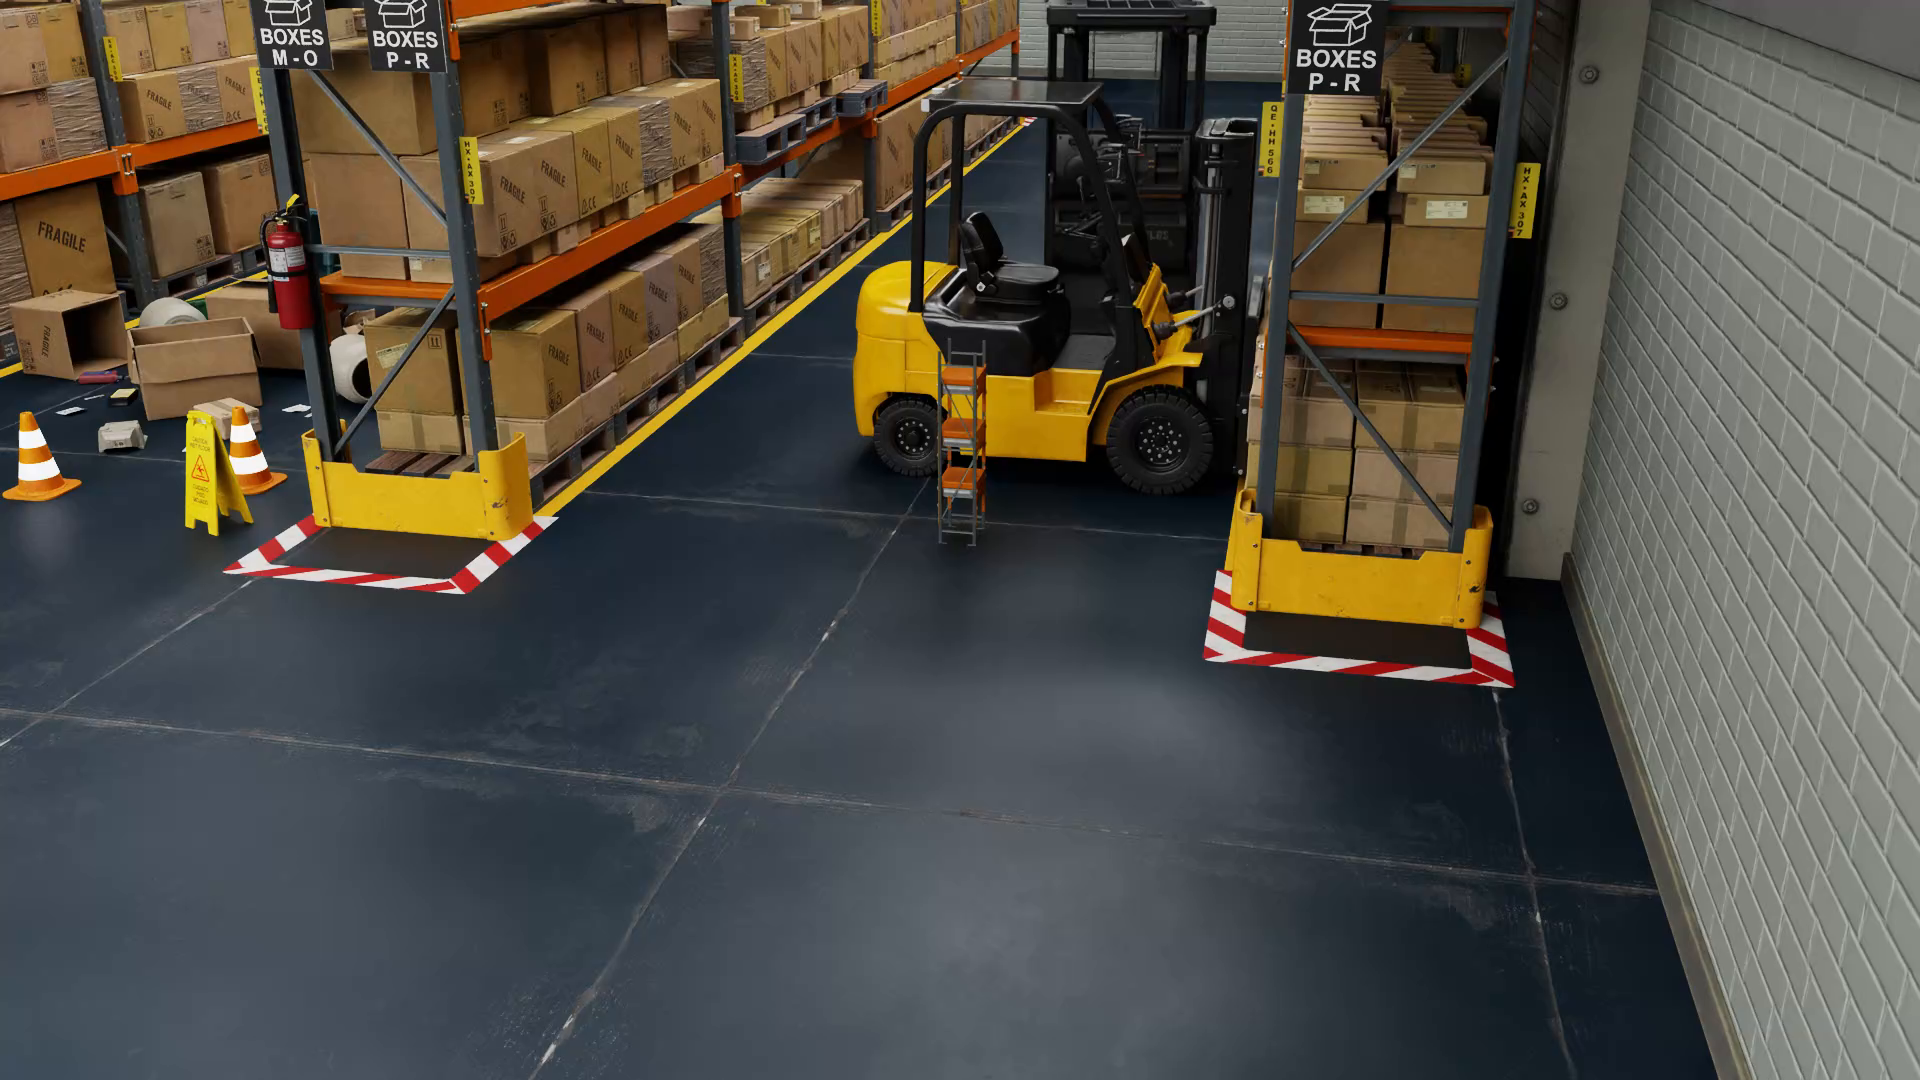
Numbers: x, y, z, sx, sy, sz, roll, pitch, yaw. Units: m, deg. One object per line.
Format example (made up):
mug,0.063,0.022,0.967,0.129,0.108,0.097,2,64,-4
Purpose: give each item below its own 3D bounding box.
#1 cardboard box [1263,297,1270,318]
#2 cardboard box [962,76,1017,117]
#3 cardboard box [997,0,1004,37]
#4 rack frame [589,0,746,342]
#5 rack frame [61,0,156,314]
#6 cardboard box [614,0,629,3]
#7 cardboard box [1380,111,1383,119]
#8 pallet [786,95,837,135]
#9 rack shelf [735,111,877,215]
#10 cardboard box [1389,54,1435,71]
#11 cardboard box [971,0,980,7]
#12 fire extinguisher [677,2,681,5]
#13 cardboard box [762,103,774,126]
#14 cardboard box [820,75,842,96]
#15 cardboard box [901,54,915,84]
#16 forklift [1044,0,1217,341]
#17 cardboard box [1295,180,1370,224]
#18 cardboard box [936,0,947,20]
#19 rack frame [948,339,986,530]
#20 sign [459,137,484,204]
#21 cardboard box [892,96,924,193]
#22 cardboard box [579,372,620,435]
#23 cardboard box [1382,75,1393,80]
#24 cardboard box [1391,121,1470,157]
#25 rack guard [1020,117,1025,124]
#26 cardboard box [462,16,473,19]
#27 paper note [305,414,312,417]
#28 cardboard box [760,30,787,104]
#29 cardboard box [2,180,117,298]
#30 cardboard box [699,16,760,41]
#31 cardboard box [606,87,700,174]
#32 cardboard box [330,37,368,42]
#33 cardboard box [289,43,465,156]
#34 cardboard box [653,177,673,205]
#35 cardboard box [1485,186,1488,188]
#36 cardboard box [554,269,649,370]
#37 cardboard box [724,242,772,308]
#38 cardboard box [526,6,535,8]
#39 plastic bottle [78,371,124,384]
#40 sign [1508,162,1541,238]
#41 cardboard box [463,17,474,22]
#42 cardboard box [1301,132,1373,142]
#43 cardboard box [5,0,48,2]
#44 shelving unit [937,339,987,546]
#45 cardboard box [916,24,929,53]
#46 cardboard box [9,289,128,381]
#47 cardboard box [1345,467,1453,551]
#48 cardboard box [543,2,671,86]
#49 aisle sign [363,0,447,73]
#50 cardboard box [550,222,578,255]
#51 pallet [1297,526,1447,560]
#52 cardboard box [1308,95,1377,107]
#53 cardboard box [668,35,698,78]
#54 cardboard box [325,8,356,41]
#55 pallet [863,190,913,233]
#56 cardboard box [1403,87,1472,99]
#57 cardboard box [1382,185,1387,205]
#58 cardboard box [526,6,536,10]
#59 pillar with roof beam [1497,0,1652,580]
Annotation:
cardboard box,2.006,-1.217,9.641,0.500,0.250,0.500,4,22,10
cardboard box,0.283,-6.071,22.779,0.875,0.438,0.875,4,22,9
cardboard box,0.268,-6.792,21.568,0.500,0.500,0.500,5,22,12
rack frame,-2.129,-2.925,12.100,1.000,3.000,0.127,4,22,11
rack frame,-6.995,-3.265,12.945,1.000,3.000,0.127,4,22,11
cardboard box,-4.703,-7.098,21.931,0.500,0.500,0.500,6,23,14
cardboard box,3.086,-2.876,11.511,0.500,0.250,0.500,4,22,10
pallet,-1.677,-3.571,13.963,1.003,0.211,1.213,4,22,11
rack shelf,-1.721,-3.322,14.051,1.077,0.370,4.000,4,22,11
cardboard box,3.542,-3.747,13.139,0.380,0.149,0.250,4,22,10
cardboard box,-0.053,-6.700,20.003,0.500,0.500,0.500,4,22,10
fire extinguisher,-4.044,-7.502,24.068,0.296,0.674,0.183,4,22,11
cardboard box,-1.647,-3.272,12.736,0.380,0.149,0.250,5,22,12
cardboard box,-1.242,-3.936,14.385,0.380,0.149,0.250,5,22,12
cardboard box,-0.766,-4.858,17.102,0.500,0.250,0.500,5,23,13
forklift,1.130,-2.629,11.458,1.130,2.935,3.031,1,22,3
cardboard box,1.711,-1.580,7.760,0.380,0.149,0.250,5,22,12
cardboard box,-0.440,-5.988,18.235,0.500,0.500,0.500,5,22,12
rack frame,0.036,-0.551,8.817,0.200,1.050,0.008,4,22,11
sign,-2.414,-1.822,8.204,0.100,0.325,0.005,4,22,11
cardboard box,-0.904,-4.169,17.472,0.875,0.875,0.875,5,22,12
cardboard box,-2.398,-0.841,10.045,0.500,0.250,0.500,5,23,13
cardboard box,3.171,-3.192,11.763,0.380,0.149,0.250,4,22,11
cardboard box,2.413,-2.055,8.540,0.380,0.149,0.250,5,23,13
rack guard,0.325,-6.163,23.486,1.175,0.500,0.348,4,22,11
cardboard box,-5.574,-5.808,18.238,0.380,0.149,0.250,4,22,10
paper note,-4.243,-0.825,10.888,0.032,0.001,0.123,4,22,11
cardboard box,-1.651,-3.637,12.774,0.500,0.500,0.500,5,22,11
cardboard box,-7.192,-2.250,12.706,0.875,0.875,0.875,5,22,12
cardboard box,-1.687,-3.750,12.186,0.380,0.149,0.250,4,22,11
cardboard box,-2.074,-2.739,11.107,0.500,0.500,0.500,5,23,13
cardboard box,-6.008,-4.589,16.099,0.500,0.500,0.500,4,22,11
cardboard box,-3.055,-2.313,8.712,0.700,0.500,0.500,4,22,10
cardboard box,-2.100,-2.295,10.874,0.380,0.149,0.250,4,22,10
cardboard box,2.518,-1.903,8.560,0.380,0.149,0.250,5,22,11
cardboard box,-2.293,-1.386,10.394,0.500,0.500,0.500,5,22,12
cardboard box,-2.024,-2.092,12.989,0.950,0.372,0.625,5,22,12
cardboard box,-5.254,-6.383,19.666,0.380,0.149,0.250,5,23,13
plastic bottle,-5.970,-1.135,11.590,0.283,0.061,0.133,-3,22,-8
sign,2.457,-1.479,7.245,0.100,0.325,0.005,4,22,11
cardboard box,-5.571,-5.676,18.307,0.380,0.149,0.250,5,23,13
cardboard box,1.828,-1.907,8.174,0.380,0.149,0.250,5,22,12
cardboard box,-10.714,-6.159,18.654,0.797,0.503,0.637,5,22,12
shelving unit,0.011,-0.507,8.706,0.215,1.050,0.252,4,22,11
cardboard box,-0.631,-5.271,17.458,0.500,0.250,0.500,5,22,12
cardboard box,-6.308,-1.461,11.808,0.500,0.500,0.500,8,23,20
cardboard box,2.207,-0.169,8.376,0.500,0.250,0.500,5,22,11
cardboard box,-2.431,-3.428,11.481,0.700,0.500,0.500,4,22,10
aisle sign,-2.654,-2.621,7.867,0.394,0.787,0.004,4,22,11
cardboard box,-2.405,-1.727,9.463,0.380,0.149,0.250,5,22,12
pallet,2.030,-0.074,8.755,1.003,0.211,1.213,4,22,11
cardboard box,2.190,-2.462,9.550,0.380,0.149,0.250,4,22,11
cardboard box,-2.259,-3.490,12.410,0.500,0.500,0.500,4,22,10
cardboard box,-6.281,-5.075,15.966,0.700,0.500,0.500,4,22,11
pallet,-1.078,-3.377,16.955,1.003,0.211,1.213,4,22,11
cardboard box,2.839,-2.610,9.920,0.380,0.149,0.250,4,22,10
cardboard box,2.471,-1.668,8.845,0.500,0.500,0.500,4,22,10
cardboard box,-5.251,-6.246,19.724,0.380,0.149,0.250,5,23,13
pillar with roof beam,-1.275,-4.382,7.687,9.100,9.000,0.400,4,22,11
